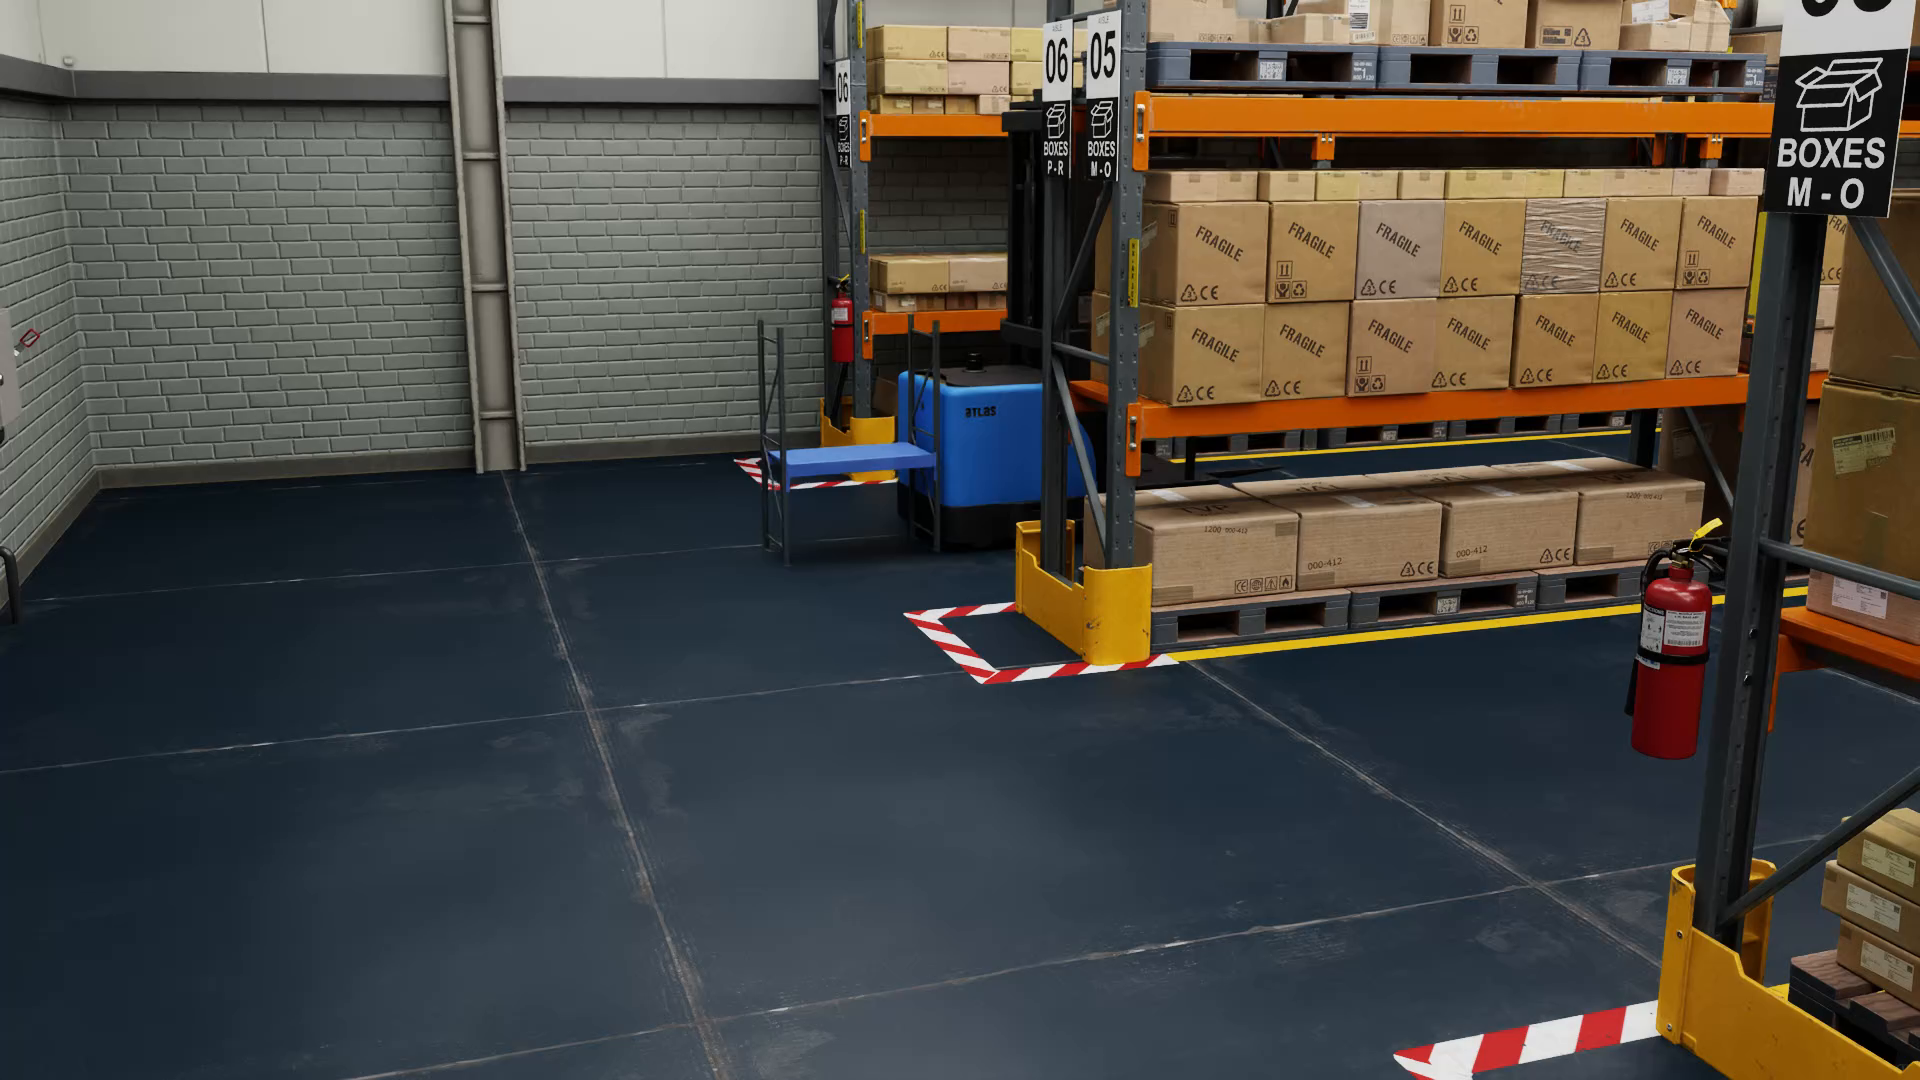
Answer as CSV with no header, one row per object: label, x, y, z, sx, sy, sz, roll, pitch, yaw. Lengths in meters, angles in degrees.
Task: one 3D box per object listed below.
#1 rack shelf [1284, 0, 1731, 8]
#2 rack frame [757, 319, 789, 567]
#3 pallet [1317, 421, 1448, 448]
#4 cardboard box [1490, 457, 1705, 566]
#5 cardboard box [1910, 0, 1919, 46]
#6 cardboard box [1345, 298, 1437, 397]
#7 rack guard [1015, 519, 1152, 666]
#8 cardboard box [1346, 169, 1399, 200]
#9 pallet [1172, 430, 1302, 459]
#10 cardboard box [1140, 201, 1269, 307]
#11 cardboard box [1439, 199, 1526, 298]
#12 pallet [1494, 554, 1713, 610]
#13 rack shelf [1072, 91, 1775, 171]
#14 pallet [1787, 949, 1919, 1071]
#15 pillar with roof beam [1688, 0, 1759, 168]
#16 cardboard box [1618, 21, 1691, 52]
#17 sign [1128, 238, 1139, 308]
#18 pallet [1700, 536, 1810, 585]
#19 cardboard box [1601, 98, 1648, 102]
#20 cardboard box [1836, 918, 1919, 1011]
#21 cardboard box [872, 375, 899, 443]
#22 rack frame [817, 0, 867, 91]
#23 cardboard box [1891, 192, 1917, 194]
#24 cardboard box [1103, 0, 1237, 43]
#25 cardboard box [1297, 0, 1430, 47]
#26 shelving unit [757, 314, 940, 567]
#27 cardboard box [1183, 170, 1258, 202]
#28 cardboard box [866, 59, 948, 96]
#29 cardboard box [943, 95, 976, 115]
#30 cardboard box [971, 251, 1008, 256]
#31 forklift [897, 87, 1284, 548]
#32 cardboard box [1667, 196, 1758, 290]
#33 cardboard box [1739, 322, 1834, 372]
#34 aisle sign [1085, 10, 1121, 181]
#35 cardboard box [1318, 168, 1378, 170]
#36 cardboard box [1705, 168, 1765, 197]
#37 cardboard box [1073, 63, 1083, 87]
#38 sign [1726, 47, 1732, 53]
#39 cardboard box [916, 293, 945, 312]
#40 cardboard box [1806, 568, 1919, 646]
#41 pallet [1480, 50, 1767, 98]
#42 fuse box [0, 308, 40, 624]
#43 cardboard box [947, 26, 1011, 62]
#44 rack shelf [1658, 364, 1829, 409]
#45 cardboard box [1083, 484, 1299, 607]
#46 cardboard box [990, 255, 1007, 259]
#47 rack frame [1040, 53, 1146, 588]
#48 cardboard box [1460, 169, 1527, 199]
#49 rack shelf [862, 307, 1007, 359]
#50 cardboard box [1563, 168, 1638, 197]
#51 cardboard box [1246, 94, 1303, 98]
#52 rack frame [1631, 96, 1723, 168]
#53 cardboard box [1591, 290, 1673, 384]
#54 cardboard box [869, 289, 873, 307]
rack shelf,4.769,-4.863,14.560,4.000,0.370,1.077,-4,14,-18
rack frame,-1.178,-0.613,10.477,0.032,1.500,0.500,-5,14,-21
pallet,3.633,-1.053,15.114,1.213,0.211,1.003,-4,14,-18
cardboard box,3.831,-0.188,10.081,0.875,0.438,0.875,-5,14,-19
cardboard box,2.691,-1.358,4.210,0.500,0.250,0.500,-5,14,-19
cardboard box,2.174,-1.056,8.884,0.500,0.500,0.500,-5,14,-18
rack guard,0.647,0.260,8.970,0.348,0.500,1.175,-4,14,-18
cardboard box,2.079,-1.857,8.691,0.250,0.149,0.380,-4,14,-18
pallet,2.223,-0.934,14.615,1.213,0.211,1.003,-4,14,-18
cardboard box,1.215,-1.466,8.447,0.500,0.500,0.500,-5,14,-19
cardboard box,2.661,-1.582,8.936,0.500,0.500,0.500,-4,14,-18
pallet,3.715,0.142,10.088,1.213,0.211,1.003,-4,14,-18
rack shelf,2.565,-2.215,9.045,4.000,0.370,1.077,-4,14,-18
pallet,3.197,1.419,4.721,1.213,0.211,1.003,-4,14,-18
pillar with roof beam,8.986,-4.905,12.318,0.400,9.000,9.100,-4,14,-18
cardboard box,3.707,-2.706,8.975,0.250,0.149,0.380,-4,14,-17
sign,0.841,-1.295,8.065,0.005,0.325,0.100,-4,14,-18
pallet,5.168,0.030,10.561,1.213,0.211,1.003,-4,14,-18
cardboard box,5.780,-3.895,14.876,0.500,0.250,0.500,-4,14,-18
cardboard box,2.776,1.218,4.792,0.250,0.149,0.380,-4,14,-17
cardboard box,-0.307,-1.060,13.606,0.637,0.503,0.797,-5,14,-20
rack frame,-0.917,-4.965,12.569,0.127,3.000,1.000,-4,14,-18
cardboard box,5.443,-1.801,9.856,0.500,0.500,0.500,-5,14,-18
cardboard box,1.067,-2.650,8.520,0.500,0.250,0.500,-6,15,-23
cardboard box,2.104,-2.726,8.709,0.500,0.311,0.500,-4,14,-17
shelving unit,-0.707,-0.657,10.662,1.048,1.500,0.538,-5,14,-21
cardboard box,1.320,-1.809,8.487,0.250,0.149,0.380,-4,14,-17
cardboard box,-0.410,-3.550,12.785,0.500,0.250,0.500,-5,14,-19
cardboard box,-0.052,-3.396,12.999,0.250,0.149,0.380,-4,14,-18
cardboard box,0.394,-2.283,13.942,0.500,0.250,0.500,-4,14,-16
forklift,1.132,-1.568,11.403,3.031,2.935,1.130,-5,14,-21
cardboard box,4.101,-1.693,9.401,0.500,0.500,0.500,-5,14,-19
cardboard box,4.962,-1.155,9.839,0.500,0.250,0.500,-5,14,-19
aisle sign,0.694,-2.154,8.097,0.004,0.787,0.394,-4,14,-18
cardboard box,2.138,-1.985,9.228,0.250,0.149,0.380,-4,14,-17
cardboard box,4.270,-2.011,9.338,0.250,0.149,0.380,-5,14,-19
cardboard box,1.038,-3.670,13.291,0.500,0.250,0.500,-5,14,-19
sign,6.836,-4.228,14.838,0.005,0.325,0.100,-4,14,-18
cardboard box,-0.292,-1.917,13.263,0.250,0.149,0.380,-4,14,-17
cardboard box,2.563,0.156,4.546,0.250,0.149,0.380,-4,14,-18
pallet,3.682,-2.611,9.348,1.213,0.211,1.003,-4,14,-18
fuse box,-5.199,-0.381,9.048,0.414,1.711,0.539,-4,14,-18
cardboard box,0.071,-3.832,12.888,0.500,0.250,0.500,-5,14,-18
rack shelf,6.356,-1.051,10.633,4.000,0.370,1.077,-4,14,-18
cardboard box,1.263,0.014,9.233,0.875,0.438,0.875,-5,14,-20
cardboard box,0.556,-2.168,13.456,0.500,0.250,0.500,-5,14,-19
rack frame,0.669,-0.958,8.688,0.127,3.000,1.000,-4,14,-18
cardboard box,2.810,-1.909,8.909,0.250,0.149,0.380,-4,14,-18
rack shelf,0.978,-1.844,13.967,4.000,0.370,1.077,-4,14,-18
cardboard box,3.512,-1.977,9.192,0.250,0.149,0.380,-5,14,-19
cardboard box,2.496,-3.782,13.760,0.500,0.250,0.500,-4,14,-18
rack frame,6.665,-2.637,15.746,0.127,3.000,1.000,-4,14,-18
cardboard box,3.617,-1.172,9.373,0.500,0.500,0.500,-5,14,-19
cardboard box,-0.689,-2.007,13.643,0.250,0.149,0.380,-5,14,-19
